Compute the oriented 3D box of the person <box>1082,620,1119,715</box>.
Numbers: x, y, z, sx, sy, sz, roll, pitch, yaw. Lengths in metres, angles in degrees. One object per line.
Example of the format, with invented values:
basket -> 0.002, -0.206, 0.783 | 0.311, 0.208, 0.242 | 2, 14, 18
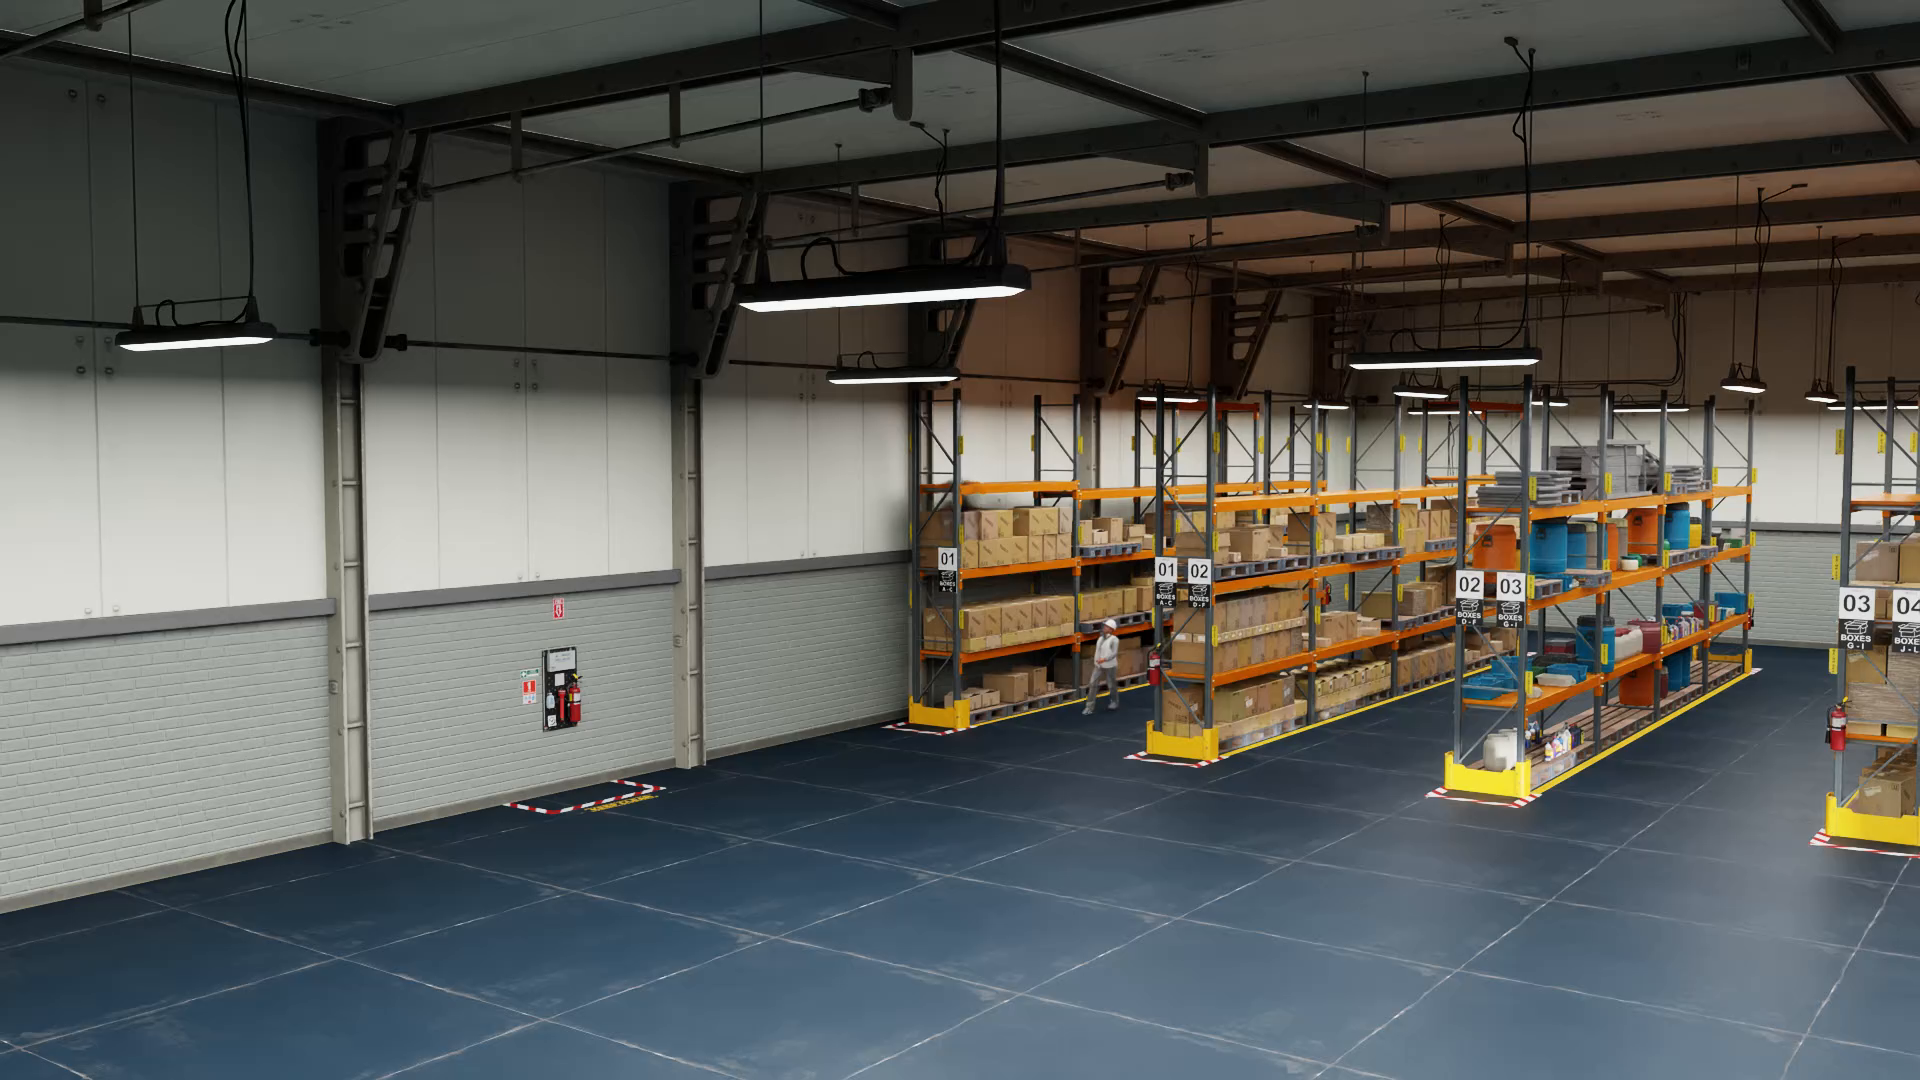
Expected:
person -> 2.702, 2.368, 31.115 | 0.577, 1.746, 0.975 | 3, 4, 38
